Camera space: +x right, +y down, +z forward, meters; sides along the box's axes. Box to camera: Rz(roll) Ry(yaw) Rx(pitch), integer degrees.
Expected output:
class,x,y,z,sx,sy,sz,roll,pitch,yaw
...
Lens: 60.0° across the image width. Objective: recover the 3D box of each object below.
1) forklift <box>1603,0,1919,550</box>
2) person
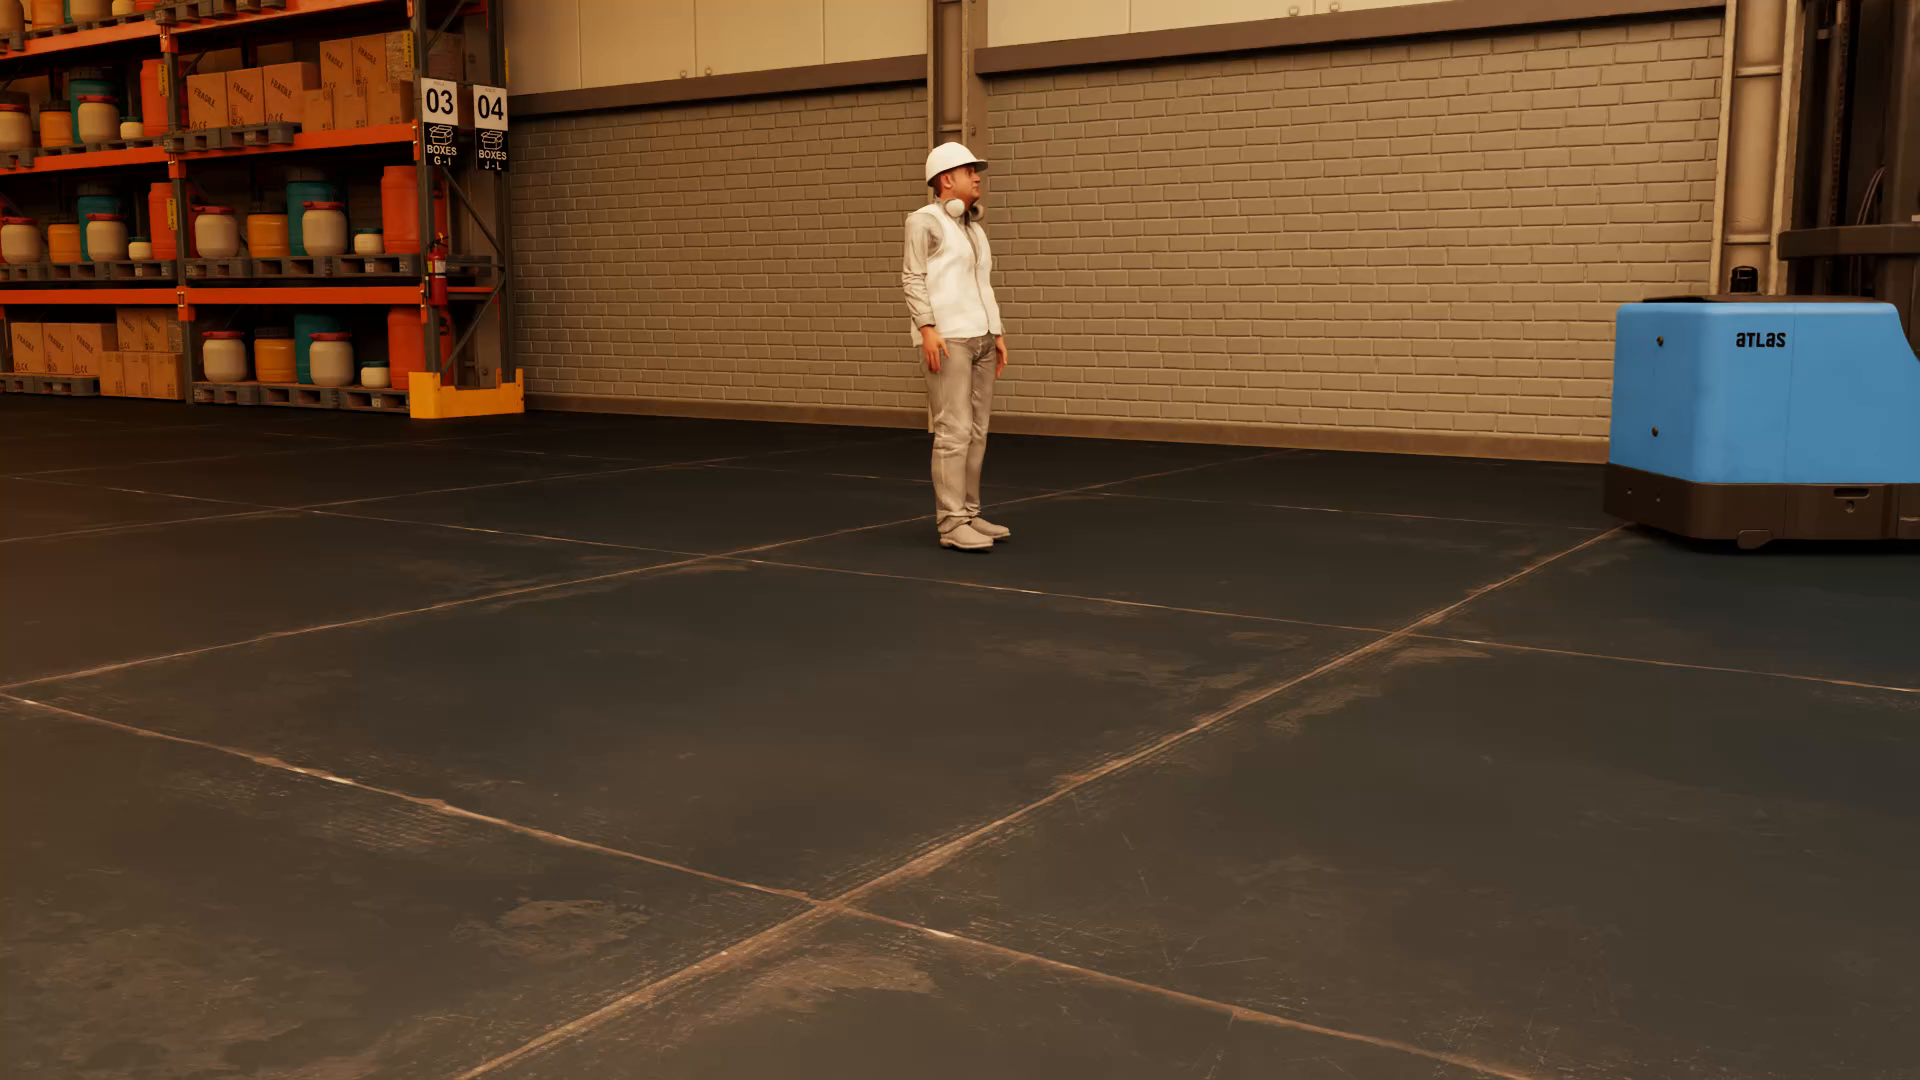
class,x,y,z,sx,sy,sz,roll,pitch,yaw
forklift,4.637,-1.460,7.463,3.031,2.935,1.130,0,8,-2
person,0.048,-0.880,7.437,0.566,1.775,0.634,5,10,34
